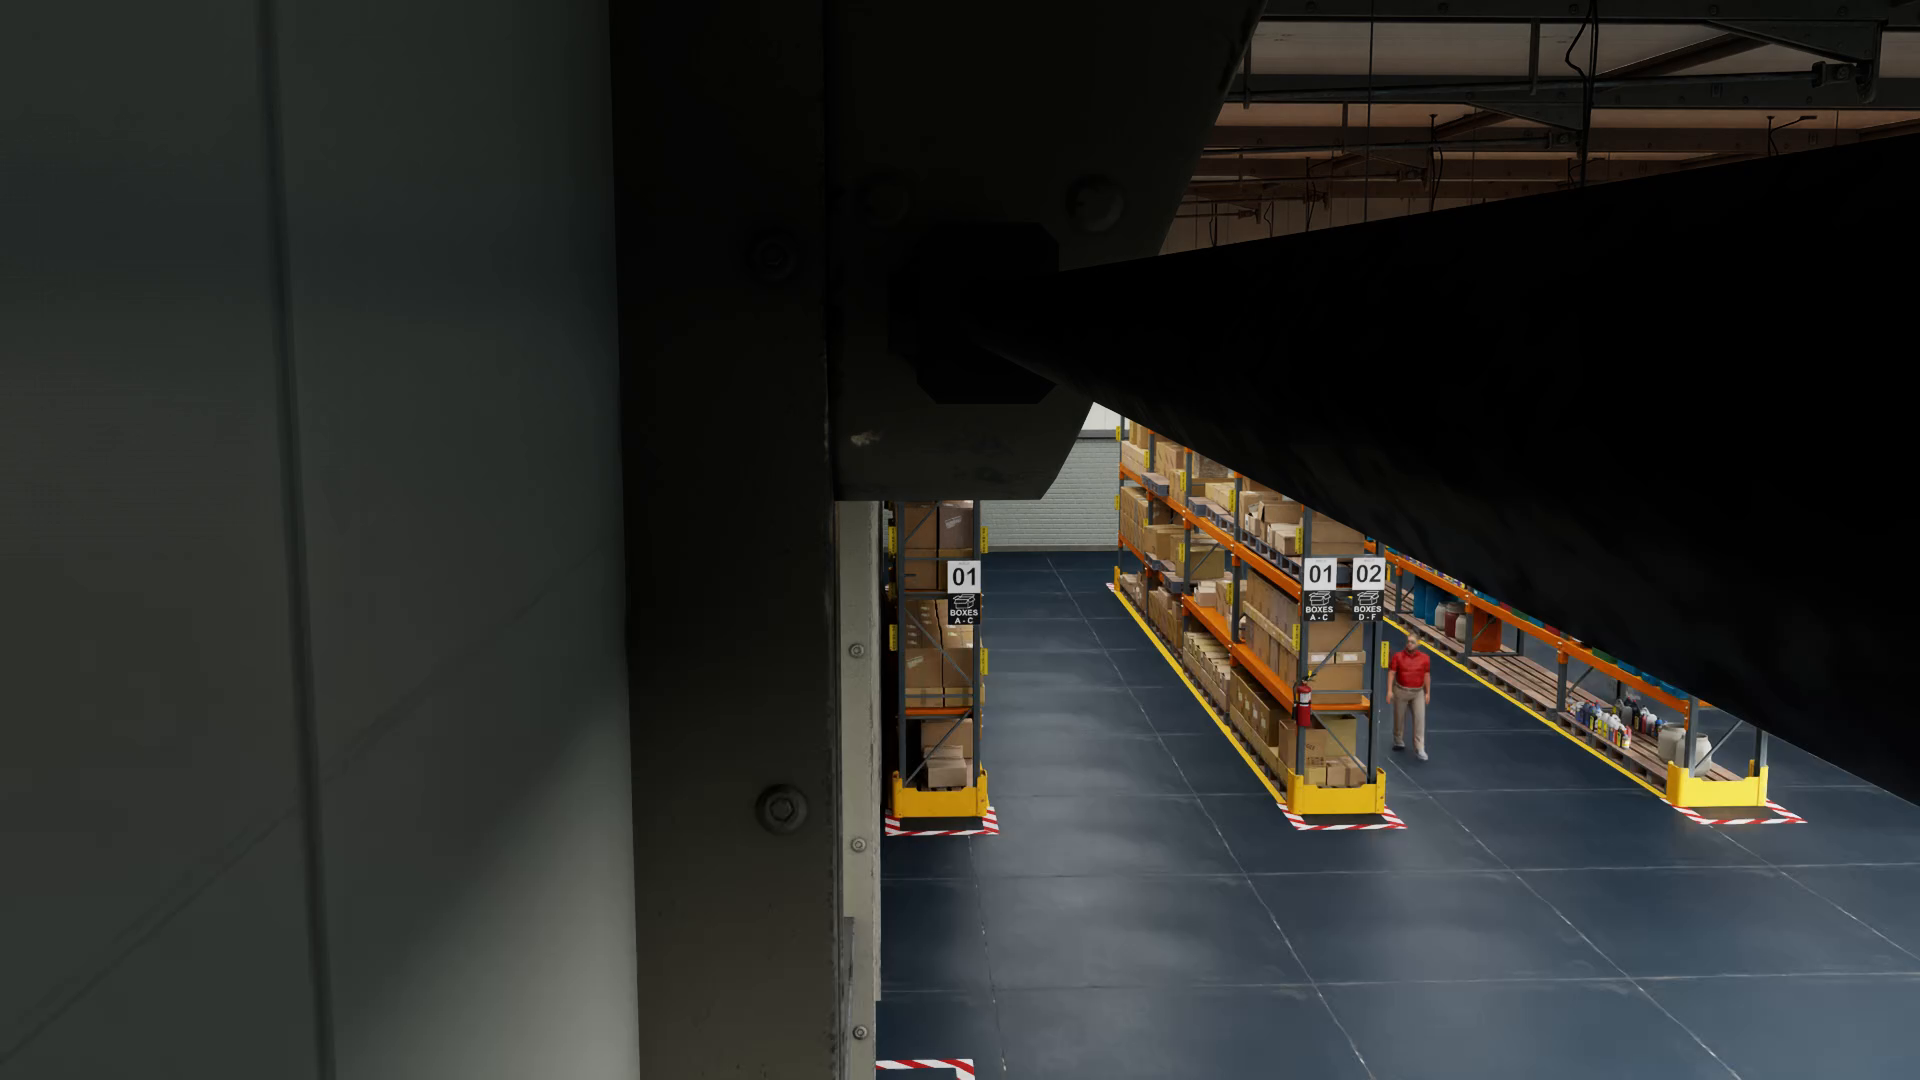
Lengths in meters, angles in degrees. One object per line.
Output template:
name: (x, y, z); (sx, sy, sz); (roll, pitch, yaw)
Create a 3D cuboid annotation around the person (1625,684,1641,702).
person: (10.655, 1.719, 26.198); (0.558, 1.781, 0.655); (-1, 8, -5)

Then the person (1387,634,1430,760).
person: (6.270, 2.151, 23.202); (0.649, 1.659, 1.024); (0, 8, 3)
